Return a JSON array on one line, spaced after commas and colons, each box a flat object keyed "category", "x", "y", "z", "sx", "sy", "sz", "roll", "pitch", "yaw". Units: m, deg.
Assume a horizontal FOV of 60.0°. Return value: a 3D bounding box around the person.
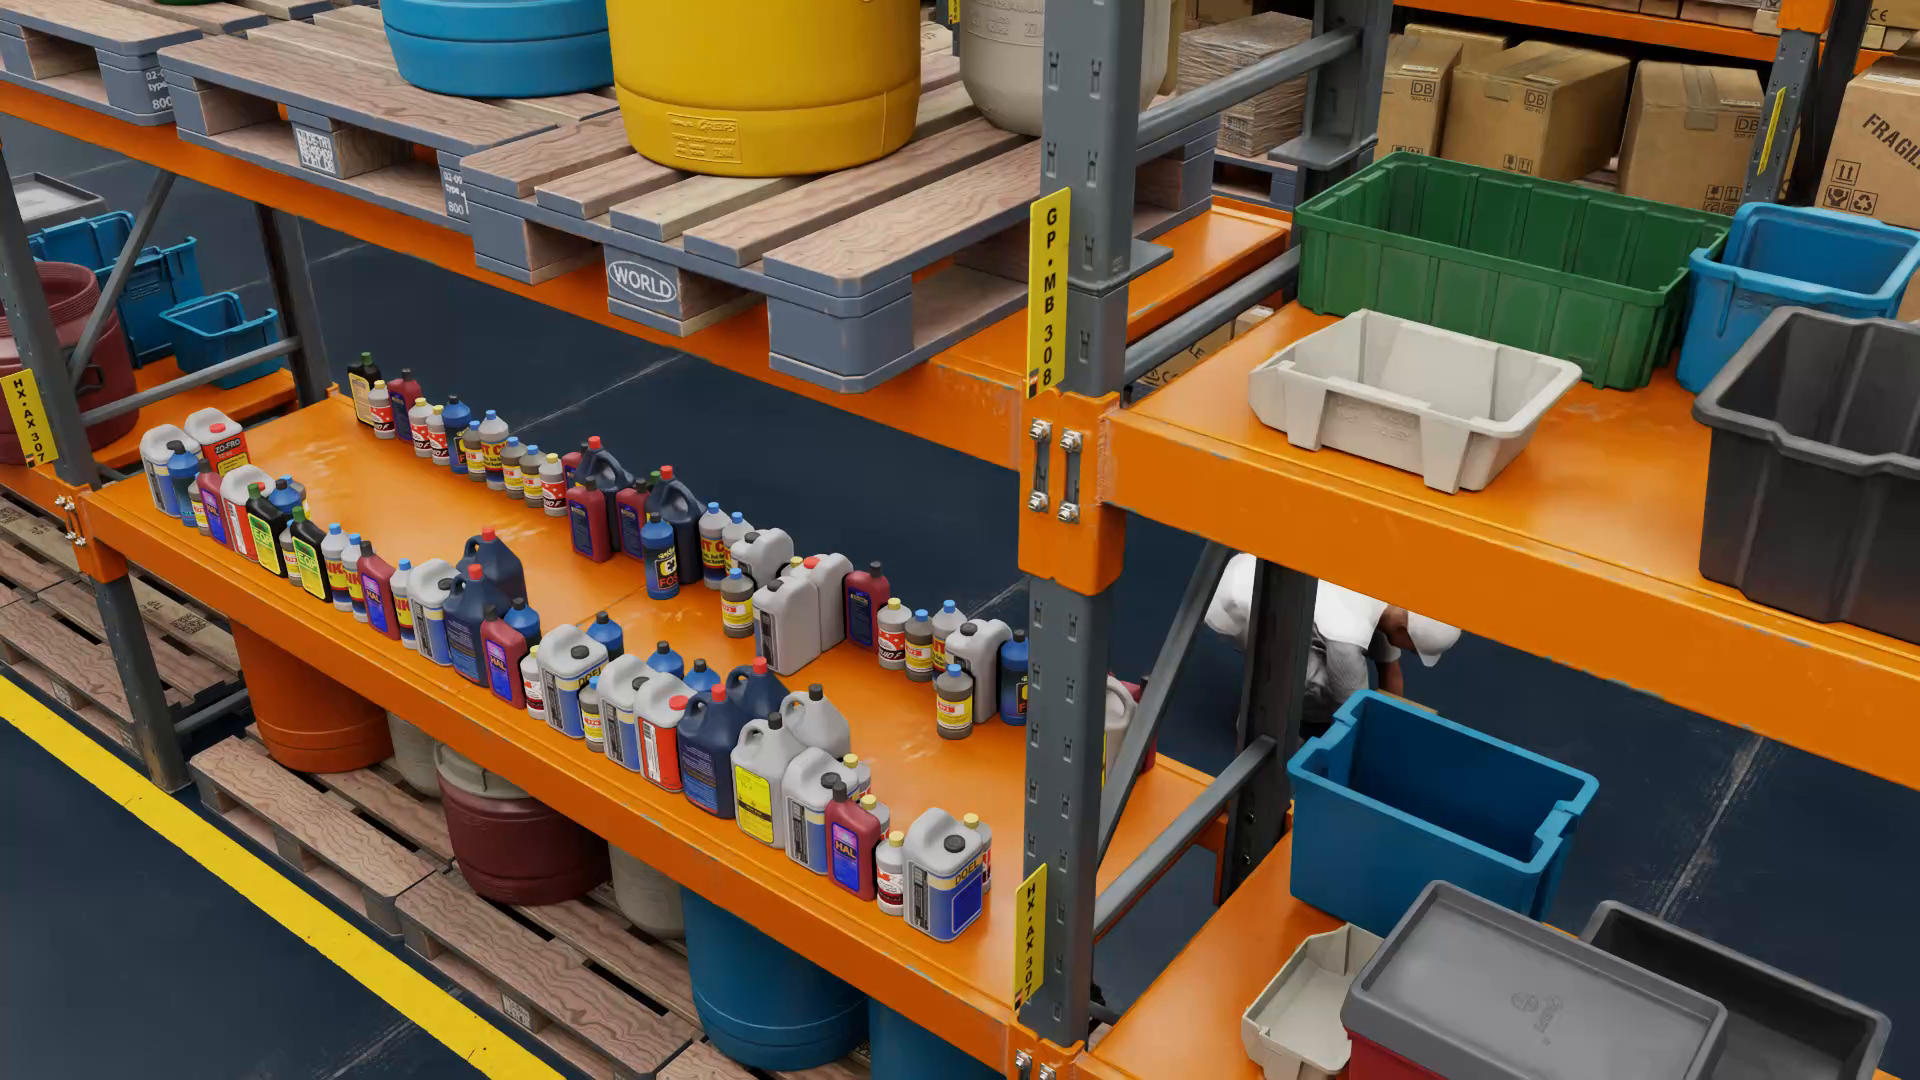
[{"category": "person", "x": 1.399, "y": 0.433, "z": 6.376, "sx": 0.979, "sy": 0.813, "sz": 0.543, "roll": 20, "pitch": 36, "yaw": 30}]
